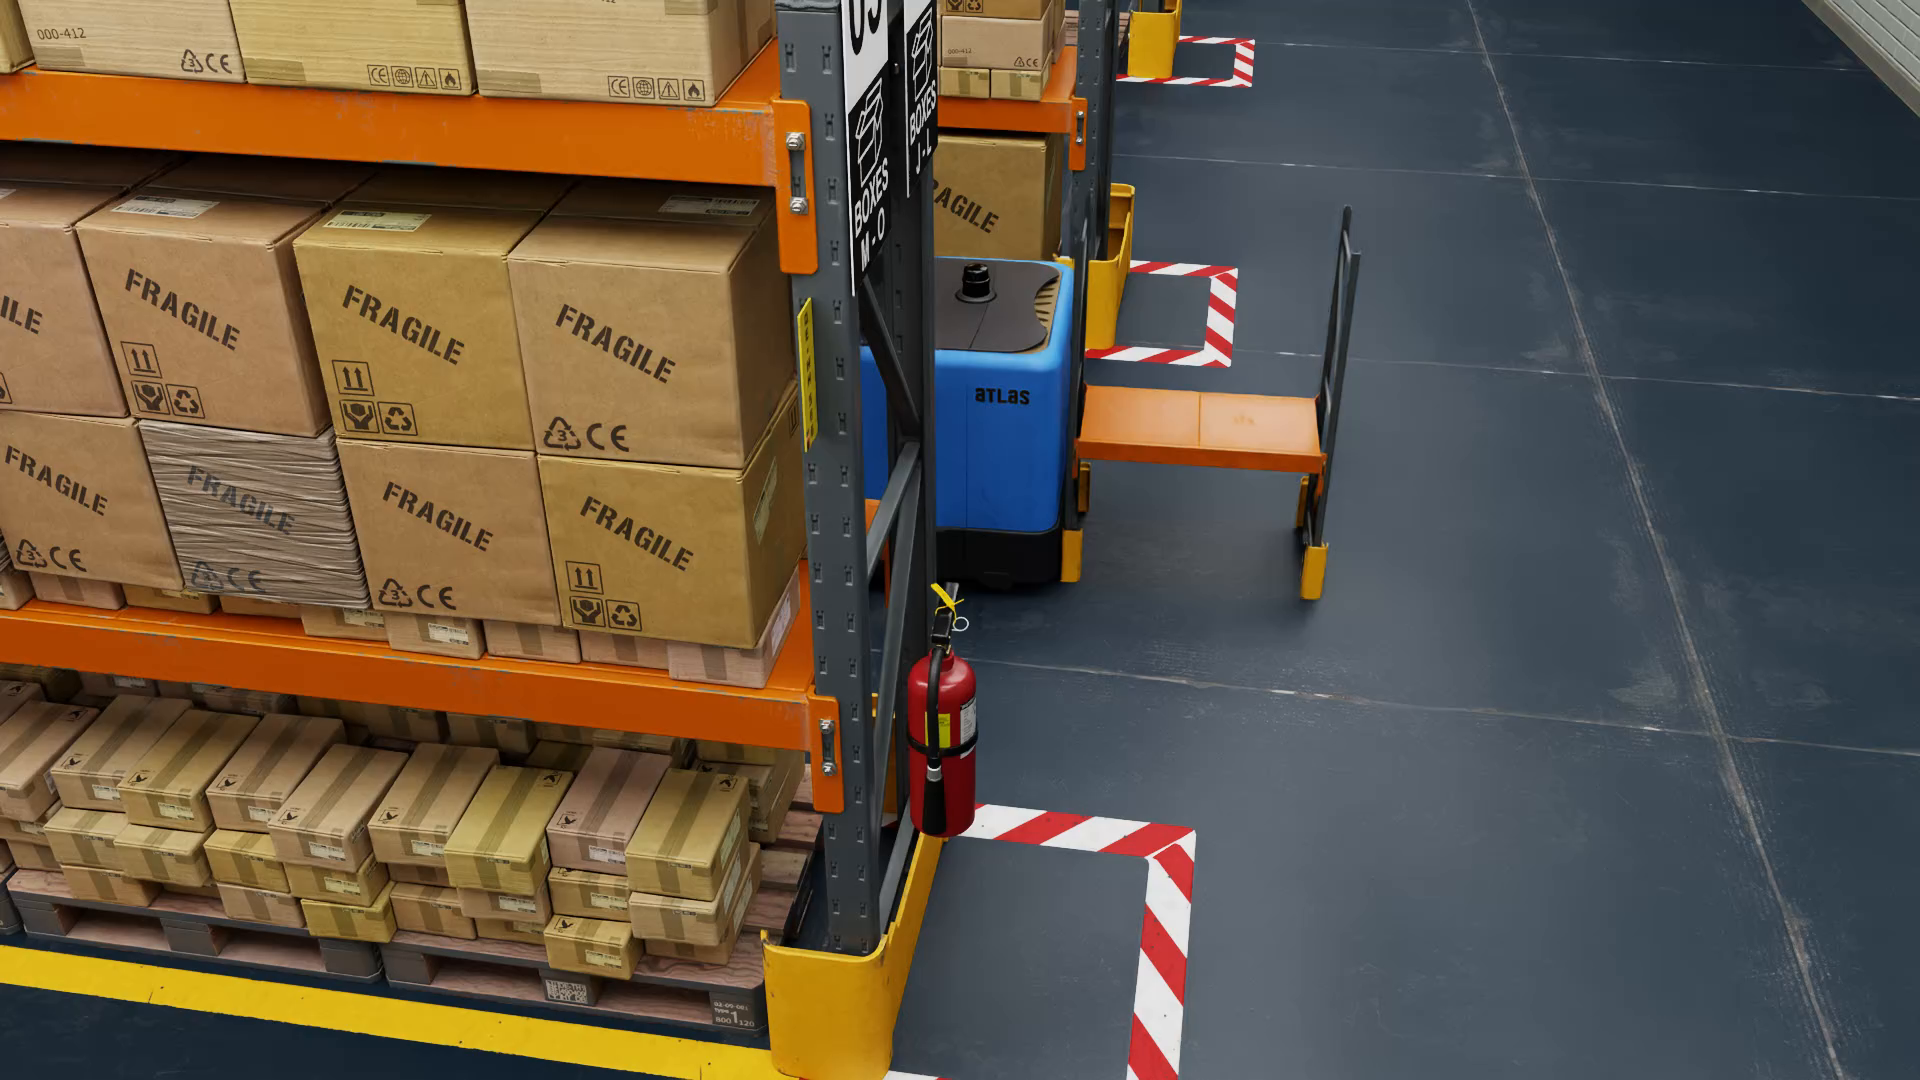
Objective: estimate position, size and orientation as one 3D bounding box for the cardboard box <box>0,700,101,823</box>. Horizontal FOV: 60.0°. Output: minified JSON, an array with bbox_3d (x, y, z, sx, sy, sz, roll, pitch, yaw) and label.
[{"bbox_3d":[-2.837,0.671,5.081,0.250,0.149,0.380,6,33,9],"label":"cardboard box"}]

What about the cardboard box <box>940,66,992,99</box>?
[{"bbox_3d":[0.056,-2.379,8.460,0.250,0.149,0.380,6,32,9],"label":"cardboard box"}]

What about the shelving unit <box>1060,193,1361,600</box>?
[{"bbox_3d":[0.992,-0.579,6.761,1.083,1.500,0.587,4,32,6],"label":"shelving unit"}]

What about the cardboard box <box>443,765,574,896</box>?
[{"bbox_3d":[-1.295,0.836,4.818,0.250,0.149,0.380,4,32,7],"label":"cardboard box"}]

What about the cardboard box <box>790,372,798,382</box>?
[{"bbox_3d":[-0.612,-0.371,4.642,0.500,0.500,0.500,7,33,11],"label":"cardboard box"}]

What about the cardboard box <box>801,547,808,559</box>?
[{"bbox_3d":[-0.480,-0.112,4.839,0.250,0.149,0.380,5,32,8],"label":"cardboard box"}]

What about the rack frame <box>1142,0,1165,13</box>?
[{"bbox_3d":[1.552,-5.194,12.721,0.127,3.000,1.000,5,32,8],"label":"rack frame"}]

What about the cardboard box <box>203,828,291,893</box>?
[{"bbox_3d":[-2.059,0.871,5.043,0.250,0.149,0.380,7,33,11],"label":"cardboard box"}]

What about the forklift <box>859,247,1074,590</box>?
[{"bbox_3d":[-1.042,-1.374,6.683,3.031,2.935,1.130,4,32,6],"label":"forklift"}]

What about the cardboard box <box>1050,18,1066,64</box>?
[{"bbox_3d":[0.424,-2.701,8.975,0.250,0.149,0.380,6,32,9],"label":"cardboard box"}]

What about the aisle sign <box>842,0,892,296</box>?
[{"bbox_3d":[-0.194,-0.957,3.501,0.004,0.787,0.394,5,32,8],"label":"aisle sign"}]

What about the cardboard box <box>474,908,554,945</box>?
[{"bbox_3d":[-1.286,1.036,5.060,0.250,0.149,0.380,5,32,8],"label":"cardboard box"}]

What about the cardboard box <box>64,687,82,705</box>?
[{"bbox_3d":[-3.028,0.497,5.640,0.250,0.149,0.380,5,32,9],"label":"cardboard box"}]

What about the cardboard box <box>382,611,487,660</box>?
[{"bbox_3d":[-1.328,0.140,4.436,0.250,0.149,0.380,6,33,10],"label":"cardboard box"}]

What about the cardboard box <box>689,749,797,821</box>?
[{"bbox_3d":[-0.689,0.705,5.307,0.250,0.149,0.380,6,33,10],"label":"cardboard box"}]

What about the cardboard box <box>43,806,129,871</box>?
[{"bbox_3d":[-2.573,0.825,5.115,0.250,0.149,0.380,5,32,8],"label":"cardboard box"}]

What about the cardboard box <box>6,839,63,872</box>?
[{"bbox_3d":[-2.808,0.877,5.314,0.250,0.149,0.380,4,32,6],"label":"cardboard box"}]

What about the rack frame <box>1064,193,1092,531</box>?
[{"bbox_3d":[0.479,-0.614,6.818,0.032,1.500,0.500,4,32,6],"label":"rack frame"}]

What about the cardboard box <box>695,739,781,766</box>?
[{"bbox_3d":[-0.675,0.535,5.298,0.250,0.149,0.380,4,32,6],"label":"cardboard box"}]

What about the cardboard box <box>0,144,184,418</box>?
[{"bbox_3d":[-2.244,-0.654,4.150,0.500,0.500,0.500,4,32,7],"label":"cardboard box"}]

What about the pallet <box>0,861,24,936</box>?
[{"bbox_3d":[-3.491,0.848,5.696,1.213,0.211,1.003,5,32,8],"label":"pallet"}]

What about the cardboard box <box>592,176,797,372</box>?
[{"bbox_3d":[-0.613,-0.790,4.367,0.500,0.500,0.500,5,32,8],"label":"cardboard box"}]

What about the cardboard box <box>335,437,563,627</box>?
[{"bbox_3d":[-1.209,-0.141,4.273,0.500,0.500,0.500,5,32,7],"label":"cardboard box"}]

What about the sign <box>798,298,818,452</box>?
[{"bbox_3d":[-0.329,-0.355,3.600,0.005,0.325,0.100,5,32,8],"label":"sign"}]

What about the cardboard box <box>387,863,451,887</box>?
[{"bbox_3d":[-1.544,0.865,5.052,0.250,0.149,0.380,5,32,8],"label":"cardboard box"}]

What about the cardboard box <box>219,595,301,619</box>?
[{"bbox_3d":[-1.839,0.046,4.586,0.250,0.149,0.380,4,32,6],"label":"cardboard box"}]

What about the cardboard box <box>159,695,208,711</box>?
[{"bbox_3d":[-2.513,0.544,5.565,0.250,0.149,0.380,4,32,6],"label":"cardboard box"}]

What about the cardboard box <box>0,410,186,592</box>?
[{"bbox_3d":[-2.200,-0.231,4.417,0.500,0.500,0.500,7,33,11],"label":"cardboard box"}]

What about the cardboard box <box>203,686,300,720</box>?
[{"bbox_3d":[-2.239,0.456,5.425,0.250,0.149,0.380,5,32,8],"label":"cardboard box"}]

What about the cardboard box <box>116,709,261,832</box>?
[{"bbox_3d":[-2.318,0.695,5.043,0.250,0.149,0.380,5,32,8],"label":"cardboard box"}]

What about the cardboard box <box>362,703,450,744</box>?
[{"bbox_3d":[-1.724,0.476,5.393,0.250,0.149,0.380,6,33,10],"label":"cardboard box"}]

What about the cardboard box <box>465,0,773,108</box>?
[{"bbox_3d":[-0.708,-1.128,3.540,0.500,0.250,0.500,5,32,7],"label":"cardboard box"}]

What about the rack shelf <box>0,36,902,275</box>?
[{"bbox_3d":[-2.187,-1.163,4.132,4.000,0.370,1.077,5,32,8],"label":"rack shelf"}]

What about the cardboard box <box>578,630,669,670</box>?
[{"bbox_3d":[-0.823,0.165,4.396,0.250,0.149,0.380,5,32,8],"label":"cardboard box"}]

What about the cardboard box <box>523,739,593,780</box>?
[{"bbox_3d":[-1.205,0.675,5.355,0.250,0.149,0.380,6,32,9],"label":"cardboard box"}]

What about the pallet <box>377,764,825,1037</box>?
[{"bbox_3d":[-1.085,1.066,5.348,1.213,0.211,1.003,5,32,8],"label":"pallet"}]

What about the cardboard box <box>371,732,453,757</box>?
[{"bbox_3d":[-1.718,0.622,5.440,0.250,0.149,0.380,4,32,6],"label":"cardboard box"}]

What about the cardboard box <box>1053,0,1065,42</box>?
[{"bbox_3d":[0.291,-2.850,8.837,0.500,0.250,0.500,4,32,7],"label":"cardboard box"}]

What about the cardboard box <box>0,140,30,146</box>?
[{"bbox_3d":[-2.637,-0.971,4.657,0.500,0.500,0.500,6,33,9],"label":"cardboard box"}]

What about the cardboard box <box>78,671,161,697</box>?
[{"bbox_3d":[-2.734,0.359,5.580,0.250,0.149,0.380,4,32,6],"label":"cardboard box"}]

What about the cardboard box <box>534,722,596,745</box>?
[{"bbox_3d":[-1.194,0.484,5.380,0.250,0.149,0.380,5,32,8],"label":"cardboard box"}]

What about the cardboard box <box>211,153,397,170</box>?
[{"bbox_3d":[-1.621,-0.889,4.527,0.500,0.500,0.500,4,32,7],"label":"cardboard box"}]

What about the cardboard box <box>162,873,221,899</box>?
[{"bbox_3d":[-2.296,0.934,5.222,0.250,0.149,0.380,6,33,10],"label":"cardboard box"}]

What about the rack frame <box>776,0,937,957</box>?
[{"bbox_3d":[-0.216,-0.018,4.452,0.127,3.000,1.000,5,32,8],"label":"rack frame"}]

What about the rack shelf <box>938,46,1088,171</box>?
[{"bbox_3d":[-1.253,-2.477,9.058,4.000,0.370,1.077,5,32,8],"label":"rack shelf"}]

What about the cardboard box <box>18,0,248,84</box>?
[{"bbox_3d":[-1.699,-1.221,3.688,0.500,0.250,0.500,7,33,10],"label":"cardboard box"}]

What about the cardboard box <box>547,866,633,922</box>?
[{"bbox_3d":[-1.032,0.937,4.937,0.250,0.149,0.380,4,32,7],"label":"cardboard box"}]

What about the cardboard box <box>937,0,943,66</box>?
[{"bbox_3d":[-0.304,-2.616,8.463,0.500,0.250,0.500,5,32,7],"label":"cardboard box"}]

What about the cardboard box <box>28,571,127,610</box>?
[{"bbox_3d":[-2.356,0.019,4.629,0.250,0.149,0.380,6,33,10],"label":"cardboard box"}]

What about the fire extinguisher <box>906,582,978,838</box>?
[{"bbox_3d":[-0.045,0.436,4.150,0.183,0.674,0.296,5,32,8],"label":"fire extinguisher"}]

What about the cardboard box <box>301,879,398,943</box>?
[{"bbox_3d":[-1.794,1.030,5.068,0.250,0.149,0.380,4,32,6],"label":"cardboard box"}]

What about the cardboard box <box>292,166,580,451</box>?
[{"bbox_3d":[-1.208,-0.567,4.011,0.500,0.500,0.500,4,32,7],"label":"cardboard box"}]

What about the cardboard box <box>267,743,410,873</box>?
[{"bbox_3d":[-1.813,0.785,4.899,0.250,0.149,0.380,6,33,10],"label":"cardboard box"}]

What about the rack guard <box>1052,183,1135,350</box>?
[{"bbox_3d":[0.742,-1.542,9.242,0.348,0.500,1.175,5,32,8],"label":"rack guard"}]

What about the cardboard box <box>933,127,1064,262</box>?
[{"bbox_3d":[0.074,-1.896,9.059,0.875,0.875,0.875,5,32,8],"label":"cardboard box"}]

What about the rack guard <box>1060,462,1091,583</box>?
[{"bbox_3d":[0.498,-0.083,7.147,0.087,0.250,0.587,4,32,6],"label":"rack guard"}]

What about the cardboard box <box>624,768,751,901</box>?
[{"bbox_3d":[-0.780,0.845,4.803,0.250,0.149,0.380,6,32,9],"label":"cardboard box"}]

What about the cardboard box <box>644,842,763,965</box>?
[{"bbox_3d":[-0.770,1.074,4.998,0.250,0.149,0.380,6,32,9],"label":"cardboard box"}]
